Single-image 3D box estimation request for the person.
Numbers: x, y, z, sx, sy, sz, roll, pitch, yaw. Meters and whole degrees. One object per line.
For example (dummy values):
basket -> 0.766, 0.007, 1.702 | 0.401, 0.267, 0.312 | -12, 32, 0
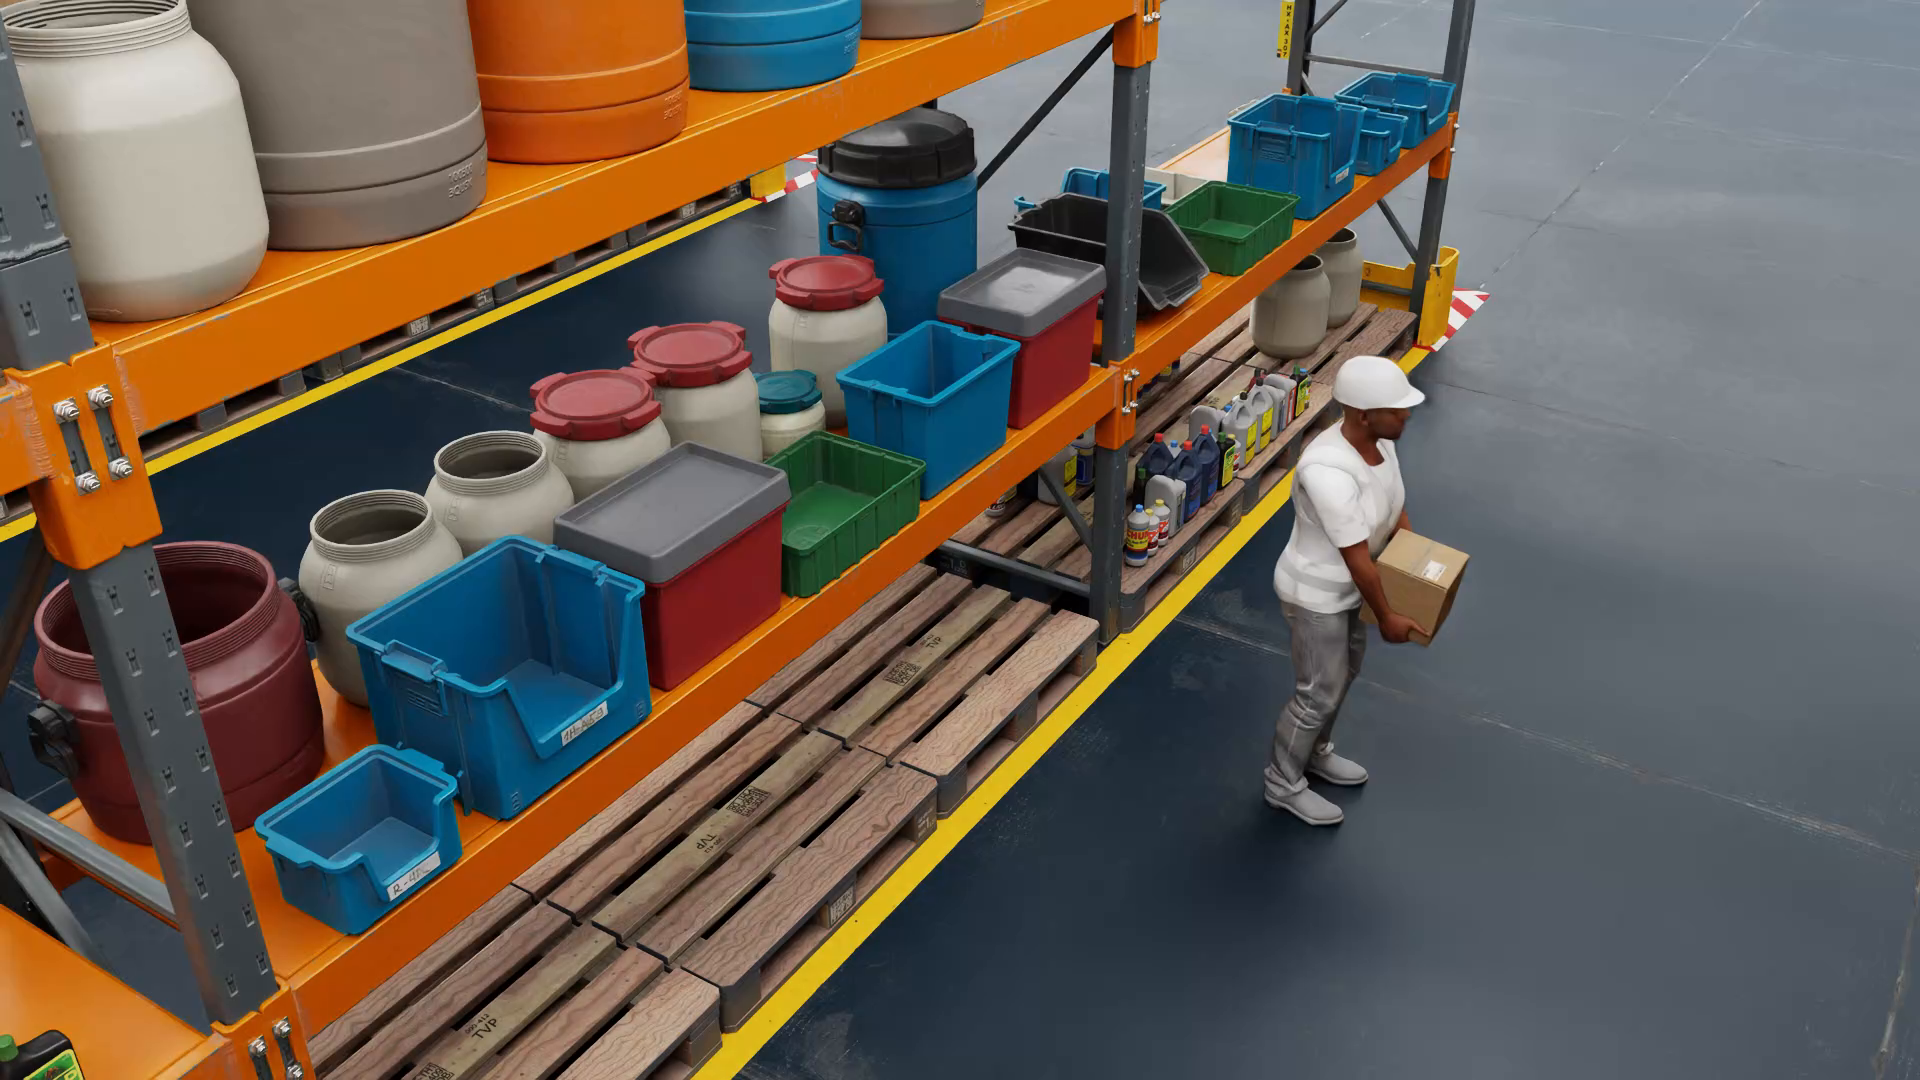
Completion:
person -> 1.395, 0.191, 5.784 | 0.576, 1.761, 0.505 | 17, 34, 27
